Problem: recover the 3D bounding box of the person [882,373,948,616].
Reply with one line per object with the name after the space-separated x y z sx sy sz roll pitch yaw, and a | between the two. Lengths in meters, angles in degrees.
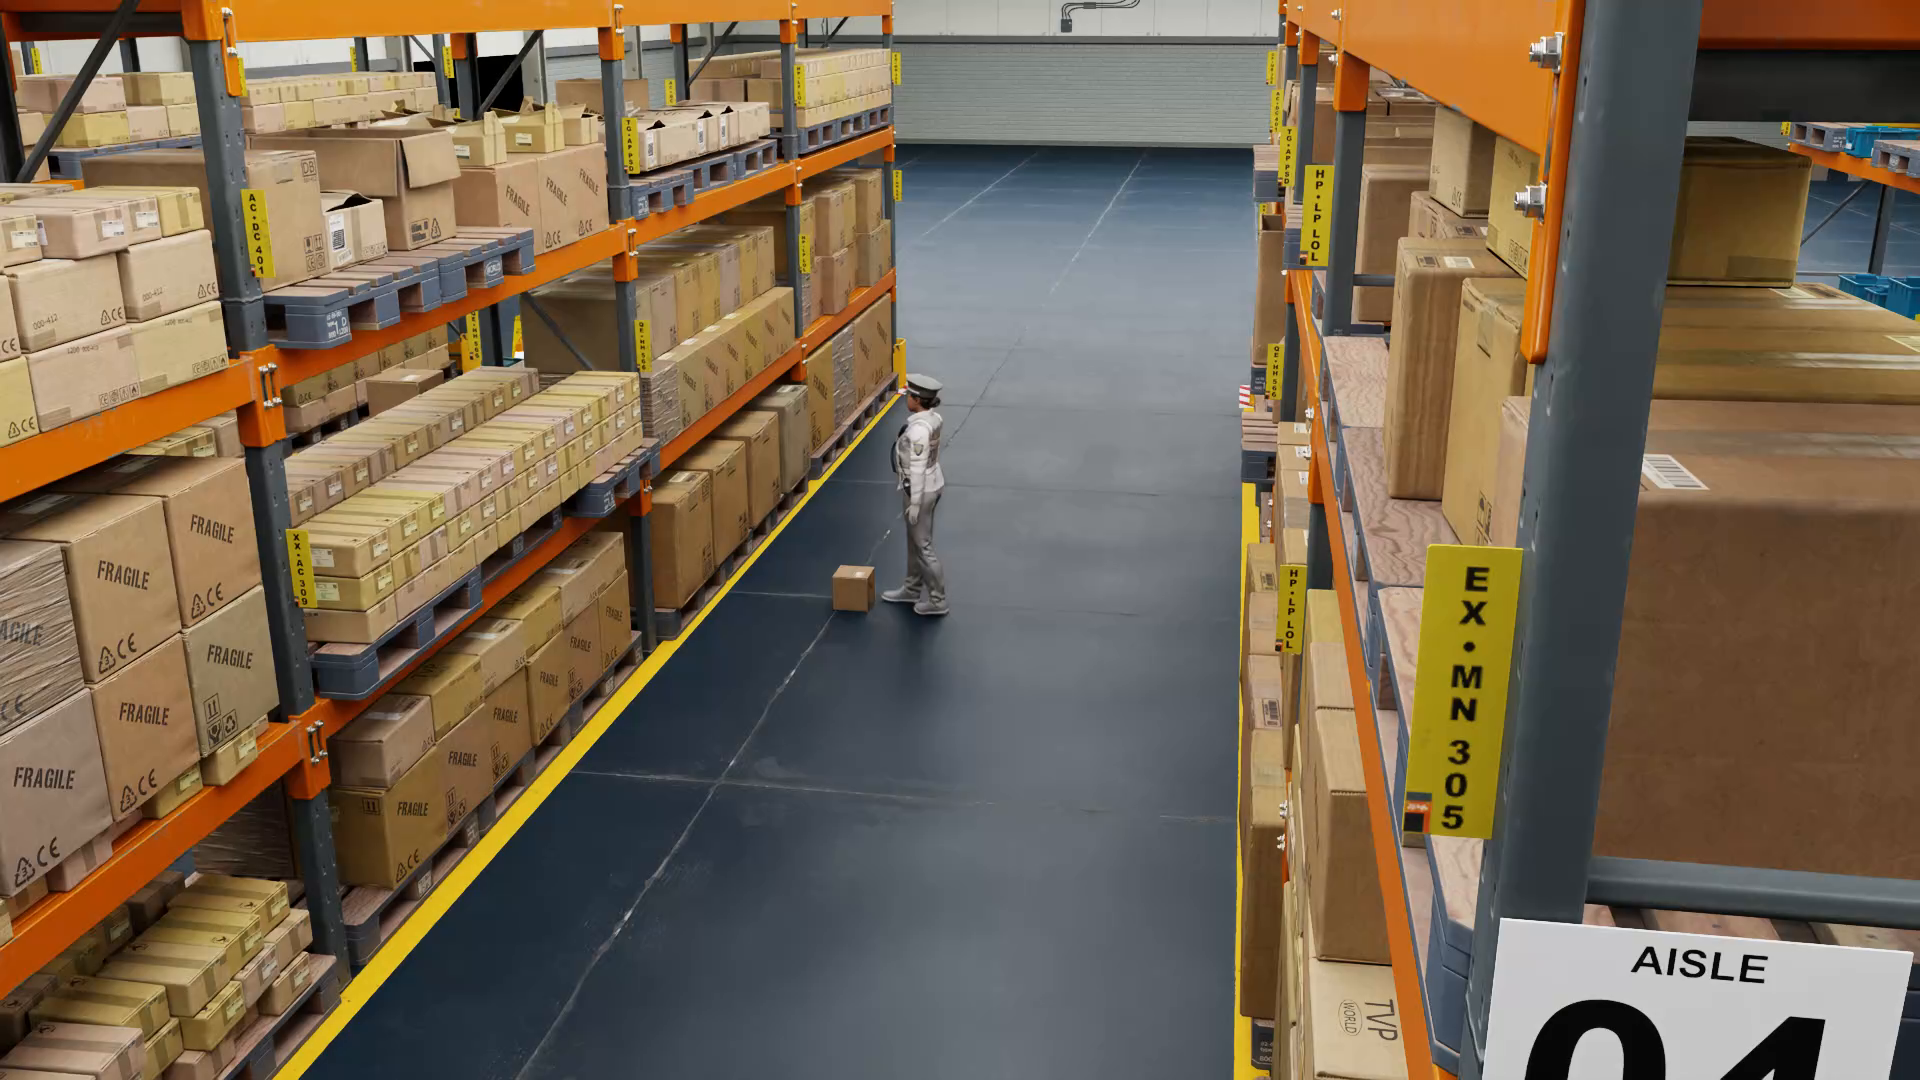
-0.314 -0.320 11.496 0.550 1.687 0.495 5 19 14 | person
